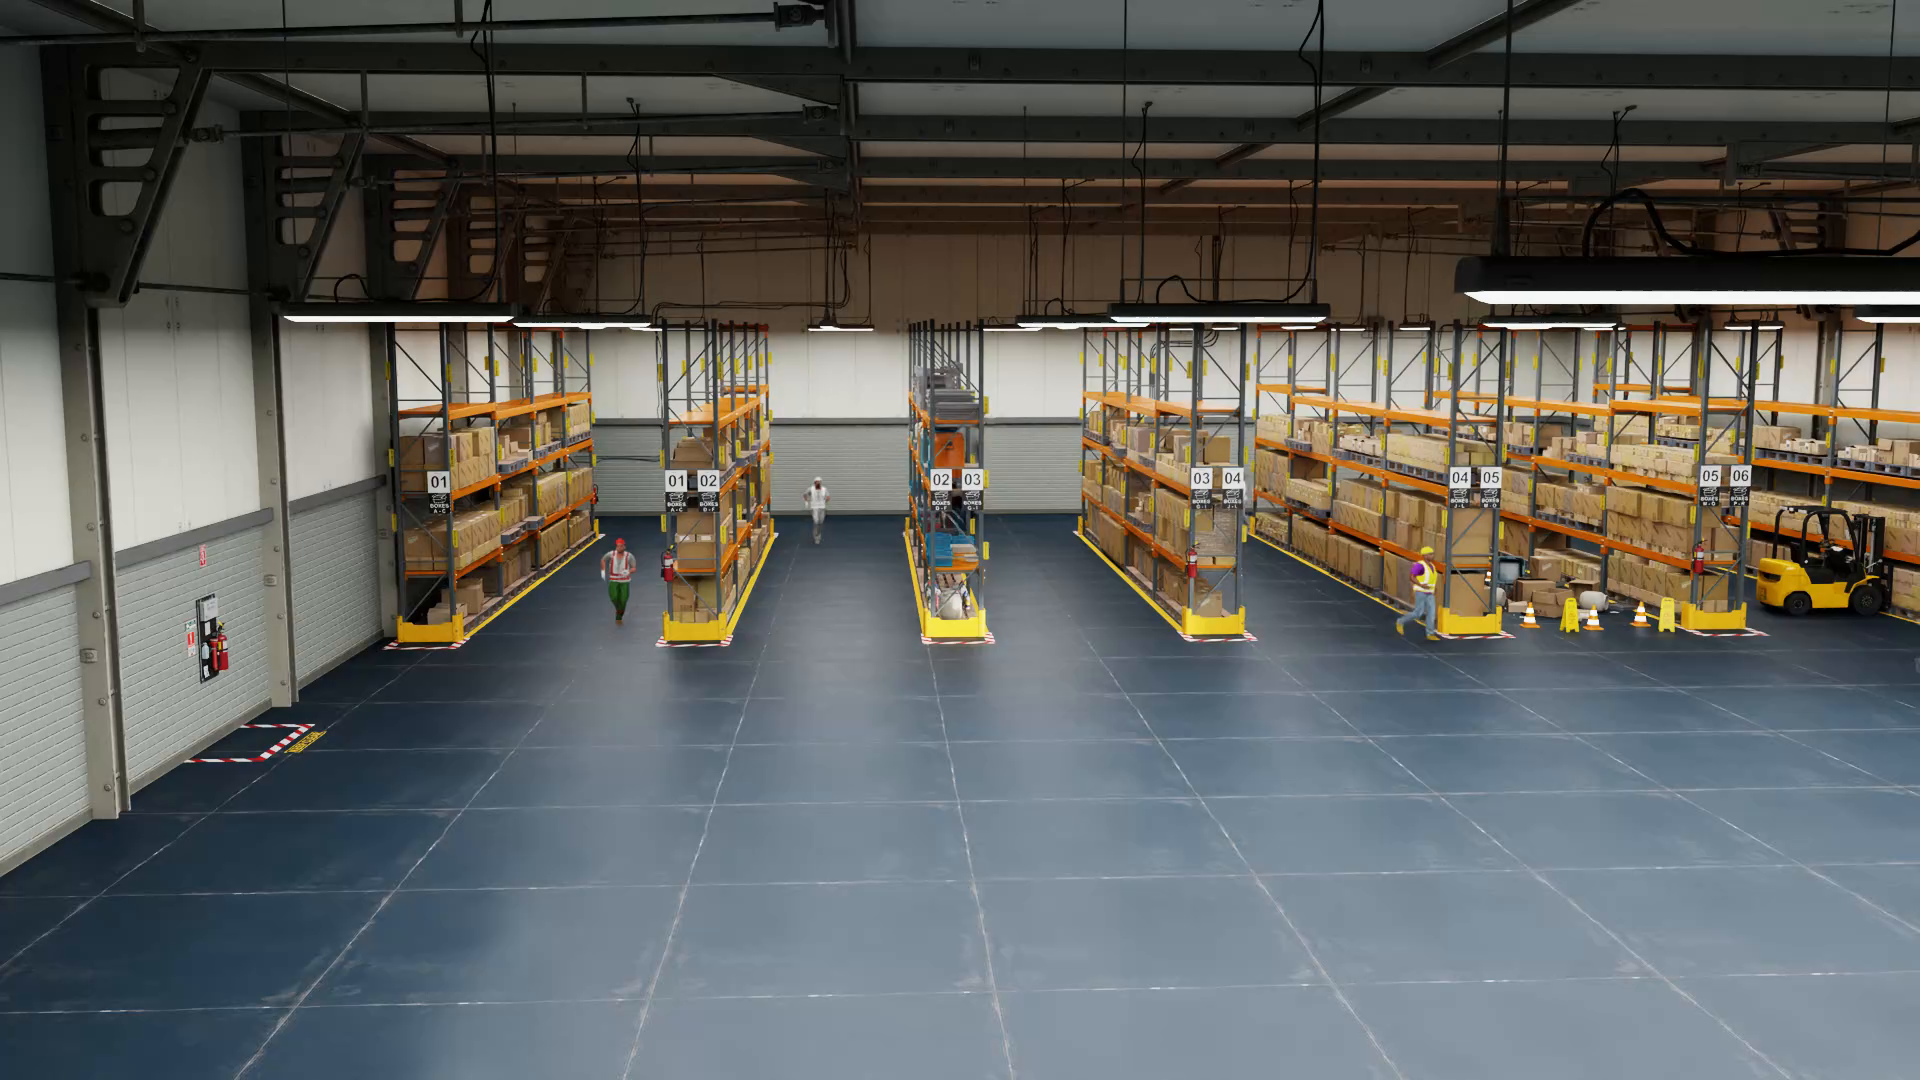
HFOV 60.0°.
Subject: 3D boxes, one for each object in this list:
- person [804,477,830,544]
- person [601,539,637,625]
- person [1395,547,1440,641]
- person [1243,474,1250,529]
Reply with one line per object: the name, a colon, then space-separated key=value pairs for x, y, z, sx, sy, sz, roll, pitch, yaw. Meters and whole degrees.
person: x=-3.917 y=-0.822 z=45.815 sx=0.665 sy=1.847 sz=0.806 roll=-3 pitch=8 yaw=-21
person: x=-6.703 y=0.832 z=32.644 sx=0.708 sy=1.726 sz=0.663 roll=-1 pitch=7 yaw=-6
person: x=8.771 y=0.993 z=31.337 sx=0.765 sy=1.729 sz=0.947 roll=-6 pitch=9 yaw=-39
person: x=8.253 y=-1.136 z=48.867 sx=0.660 sy=1.699 sz=0.624 roll=-1 pitch=7 yaw=-5
